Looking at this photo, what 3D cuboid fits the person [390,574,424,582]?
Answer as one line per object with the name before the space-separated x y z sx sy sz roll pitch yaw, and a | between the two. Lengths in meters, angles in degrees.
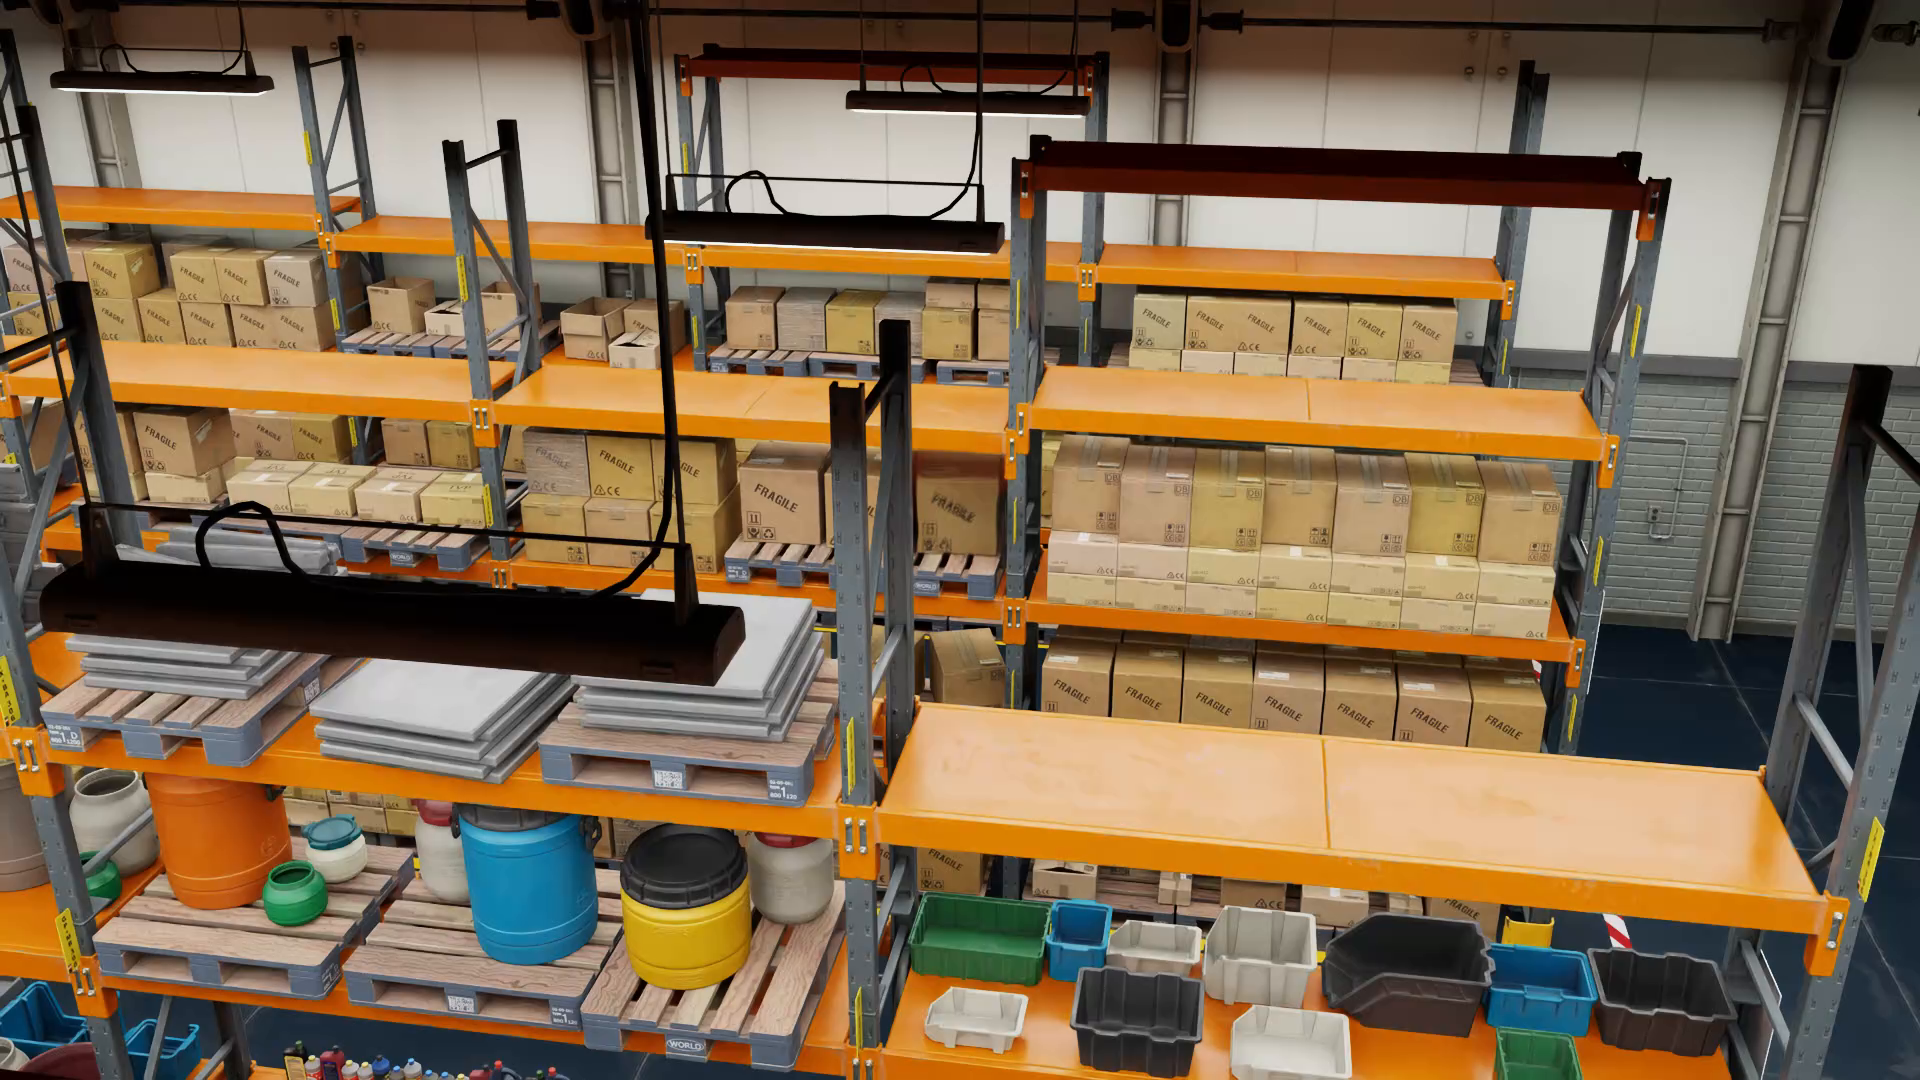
person | -5.732 0.352 17.368 0.609 1.713 0.634 -1 23 -2
